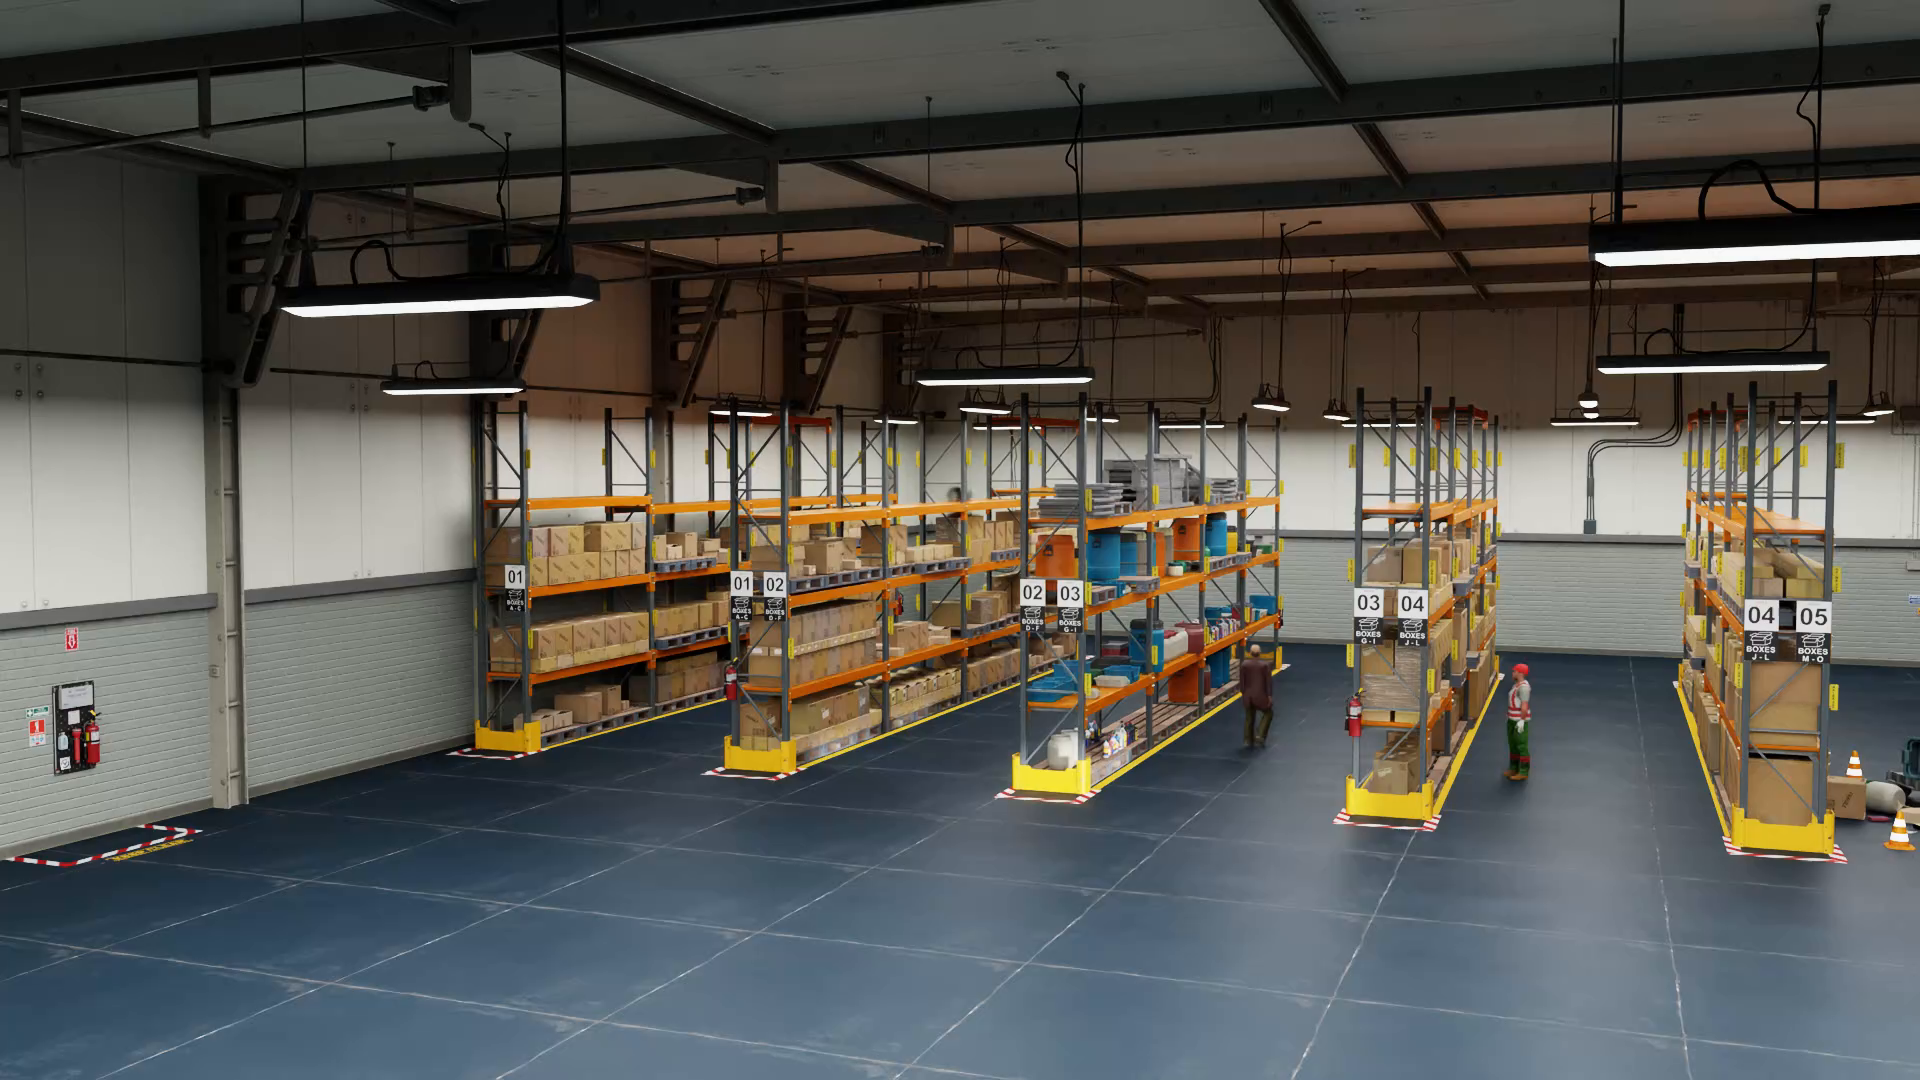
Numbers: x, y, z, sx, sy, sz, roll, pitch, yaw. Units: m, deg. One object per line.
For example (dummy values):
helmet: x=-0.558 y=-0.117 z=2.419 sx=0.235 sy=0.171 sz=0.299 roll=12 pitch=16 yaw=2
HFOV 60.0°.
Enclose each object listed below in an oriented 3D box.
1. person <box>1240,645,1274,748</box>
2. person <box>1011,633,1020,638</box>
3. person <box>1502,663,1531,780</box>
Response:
person: x=5.156 y=2.722 z=28.859 sx=0.521 sy=1.832 sz=0.626 roll=-3 pitch=4 yaw=-42
person: x=1.323 y=1.855 z=46.625 sx=0.852 sy=1.749 sz=0.616 roll=2 pitch=3 yaw=37
person: x=8.738 y=2.827 z=26.062 sx=0.402 sy=1.795 sz=0.592 roll=0 pitch=3 yaw=-9
